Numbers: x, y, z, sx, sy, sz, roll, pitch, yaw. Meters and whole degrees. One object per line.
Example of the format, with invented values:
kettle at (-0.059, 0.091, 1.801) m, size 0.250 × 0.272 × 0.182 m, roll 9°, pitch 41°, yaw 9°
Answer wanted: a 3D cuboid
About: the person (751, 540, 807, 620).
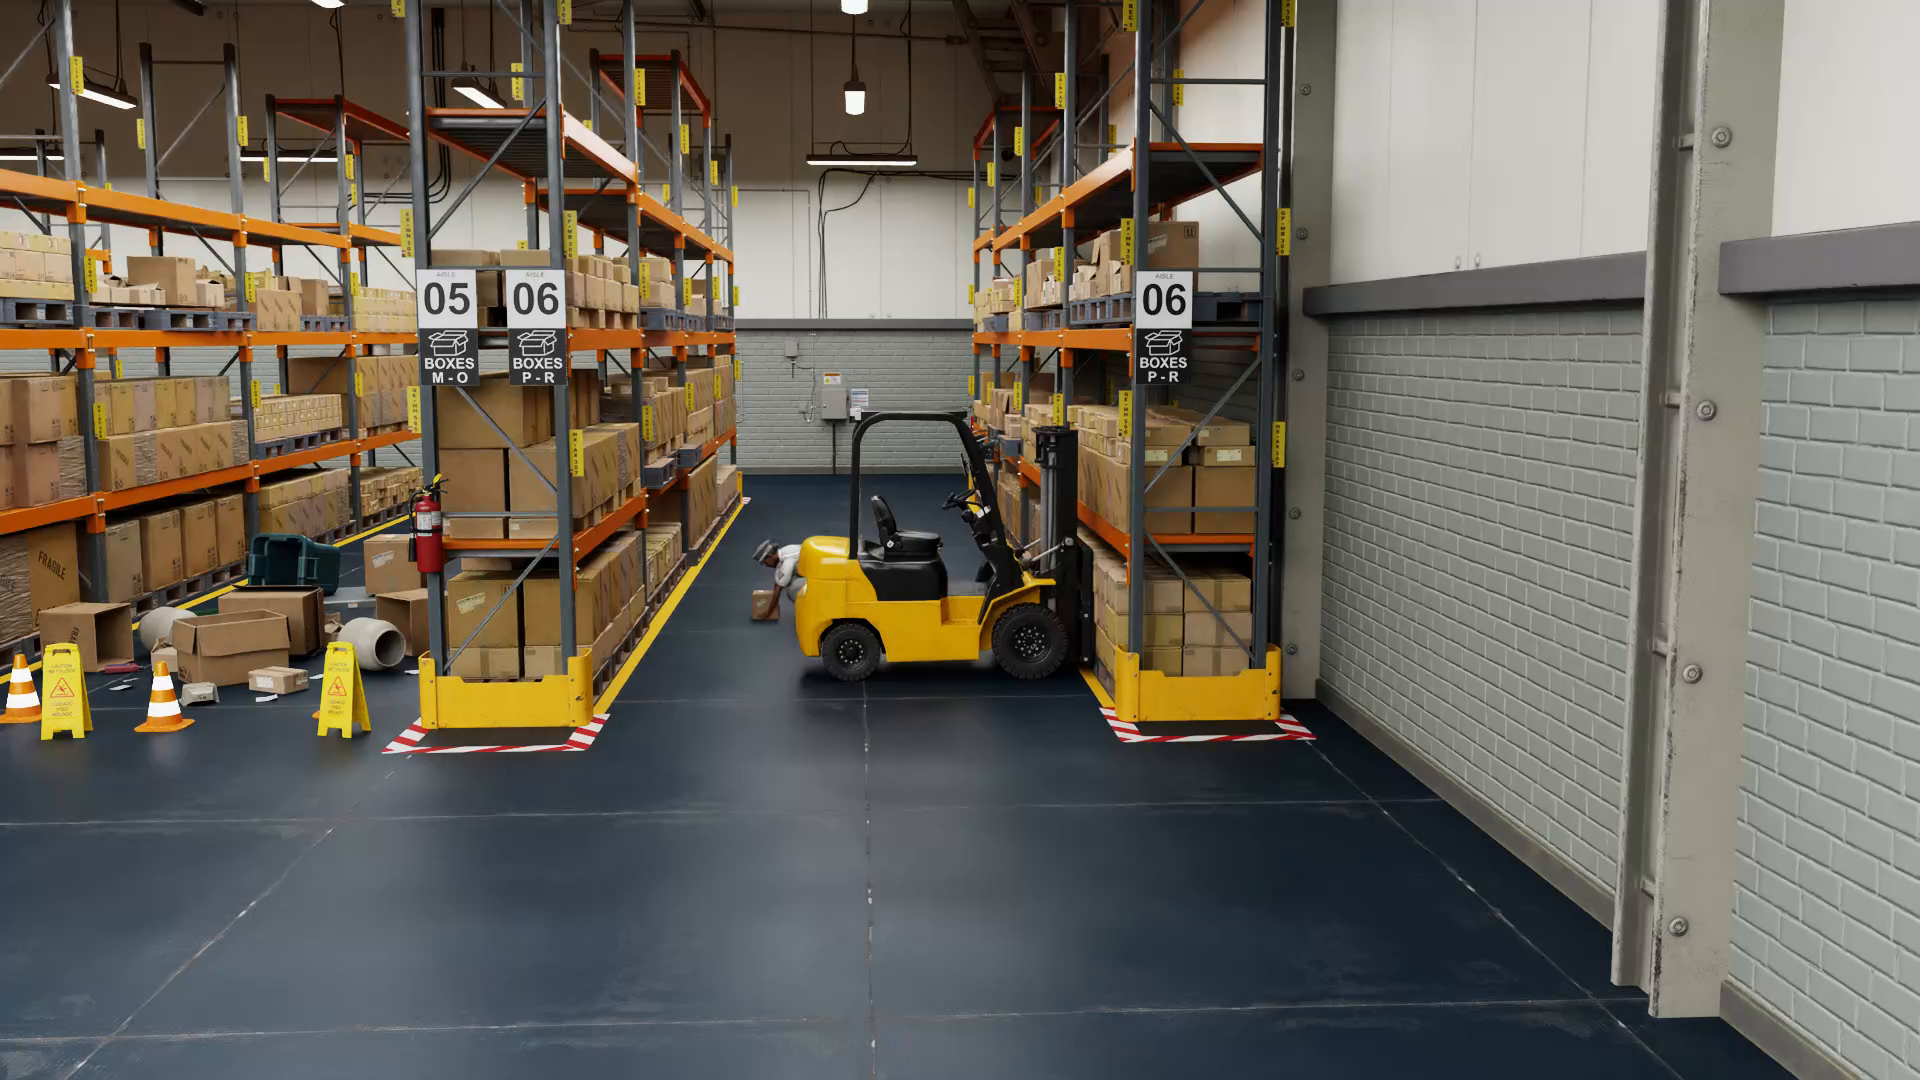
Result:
person at (-1.596, 0.411, 16.349) m, size 0.895 × 0.850 × 0.474 m, roll -1°, pitch 7°, yaw -4°
